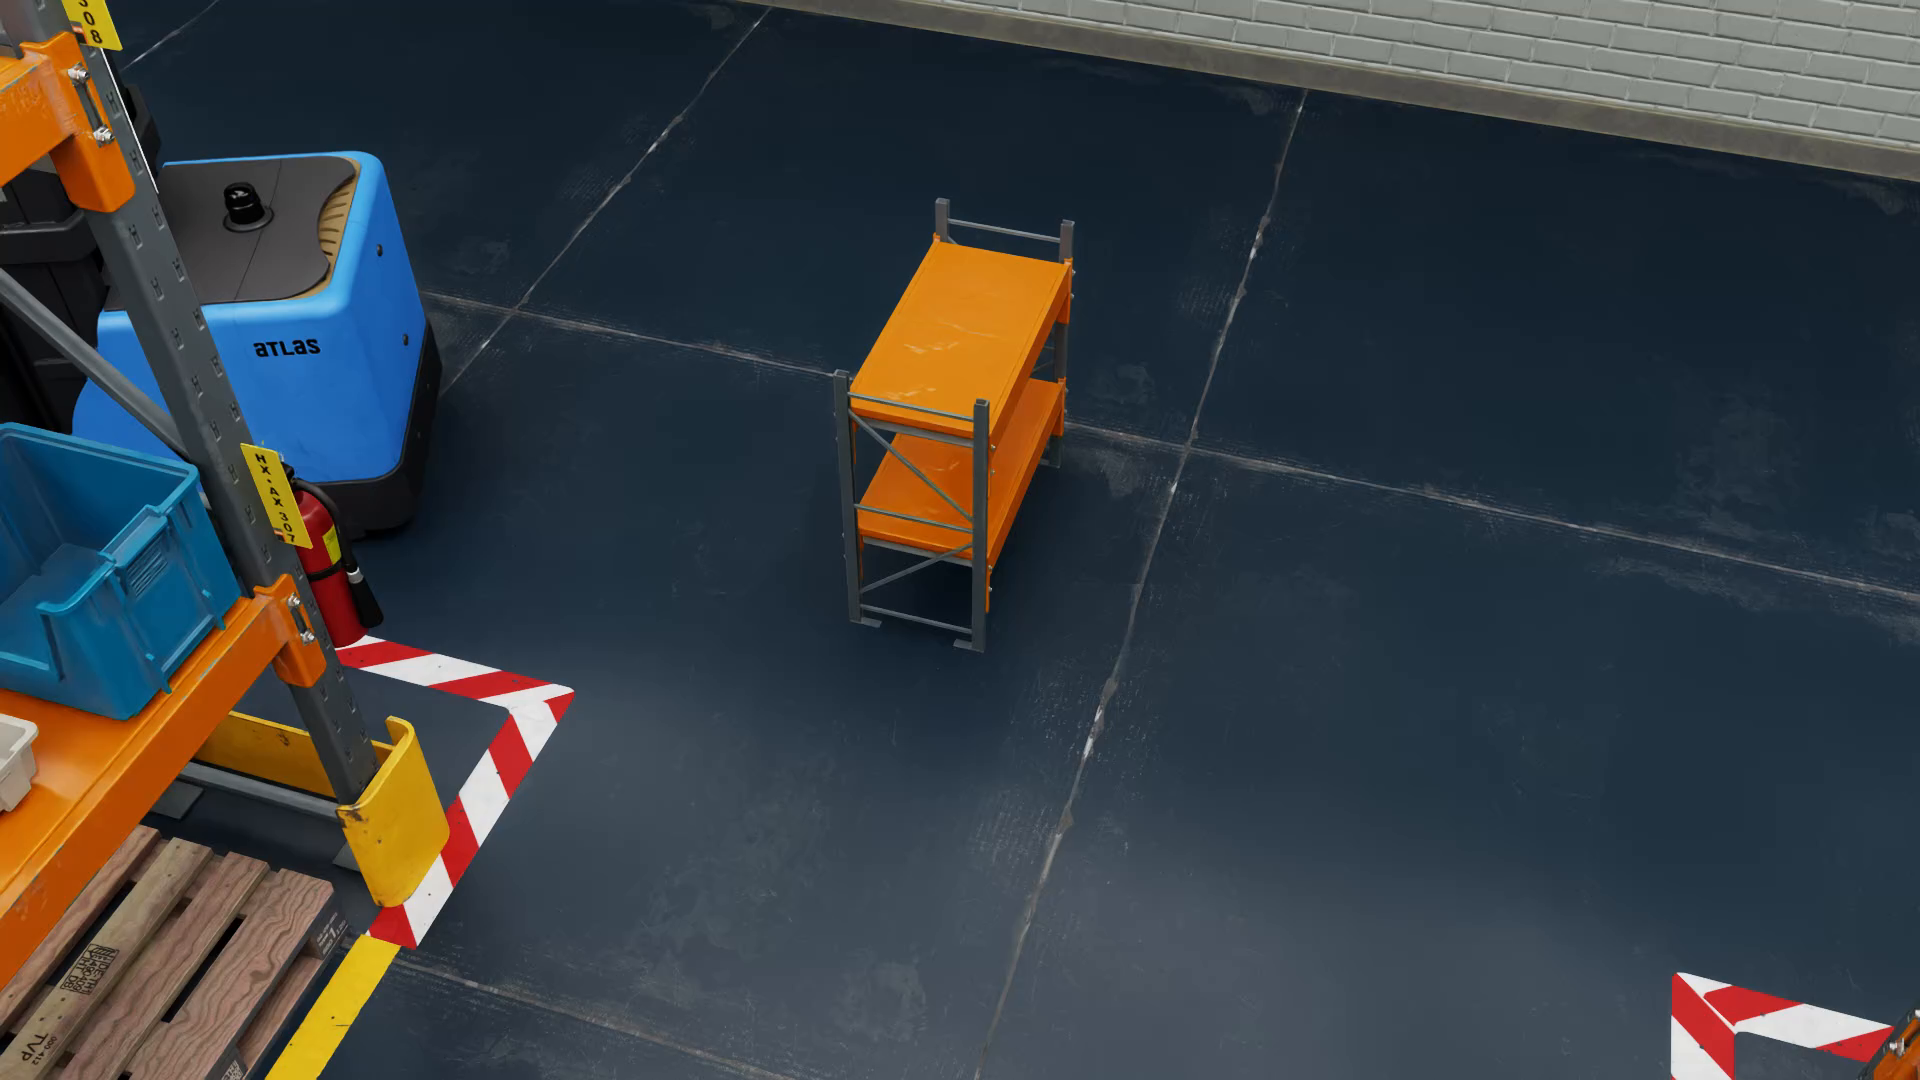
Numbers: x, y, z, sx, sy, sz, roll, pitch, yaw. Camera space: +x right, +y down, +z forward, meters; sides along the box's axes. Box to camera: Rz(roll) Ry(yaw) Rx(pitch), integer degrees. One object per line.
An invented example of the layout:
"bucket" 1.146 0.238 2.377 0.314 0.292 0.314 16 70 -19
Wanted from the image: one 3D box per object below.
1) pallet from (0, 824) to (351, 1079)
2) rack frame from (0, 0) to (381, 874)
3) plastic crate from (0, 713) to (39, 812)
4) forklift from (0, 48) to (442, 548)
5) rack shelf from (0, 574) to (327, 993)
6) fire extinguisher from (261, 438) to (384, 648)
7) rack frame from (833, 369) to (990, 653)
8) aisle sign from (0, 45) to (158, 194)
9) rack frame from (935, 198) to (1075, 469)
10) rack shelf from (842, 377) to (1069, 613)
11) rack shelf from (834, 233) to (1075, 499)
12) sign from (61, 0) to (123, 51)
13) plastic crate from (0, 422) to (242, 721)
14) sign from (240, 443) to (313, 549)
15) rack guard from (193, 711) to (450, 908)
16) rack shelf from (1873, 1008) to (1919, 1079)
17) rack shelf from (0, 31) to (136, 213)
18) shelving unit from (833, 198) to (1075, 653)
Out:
"pallet" -2.497 1.386 4.683 1.003 0.211 1.213 13 46 13
"rack frame" -2.211 -0.153 4.261 1.000 3.000 0.127 13 46 13
"plastic crate" -2.285 0.502 3.738 0.396 0.136 0.243 13 46 13
"forklift" -3.597 -1.292 5.475 3.031 2.935 1.130 -5 45 -5
"rack shelf" -2.816 1.438 3.151 1.077 0.370 4.000 13 46 13
"fire extinguisher" -1.732 0.004 4.423 0.296 0.674 0.183 13 46 13
"rack frame" -0.152 -0.068 5.515 0.500 1.125 0.032 13 46 13
"aisle sign" -1.910 -1.068 3.338 0.394 0.787 0.004 13 46 13
"rack frame" 0.156 -0.745 6.207 0.500 1.125 0.032 13 46 13
"rack shelf" 0.002 -0.232 6.032 0.538 0.278 1.000 13 46 13
"rack shelf" 0.002 -0.616 5.656 0.538 0.278 1.000 13 46 13
"sign" -1.682 -1.082 3.141 0.100 0.325 0.005 13 46 13
"plastic crate" -2.134 0.076 3.959 0.616 0.435 0.499 13 46 13
"sign" -1.682 -0.105 4.096 0.100 0.325 0.005 13 46 13
"rack guard" -2.216 0.722 5.155 1.175 0.500 0.348 13 46 13
"rack shelf" 1.904 2.487 2.078 1.077 0.370 4.000 13 46 13
"rack shelf" -2.816 0.366 2.101 1.077 0.370 4.000 13 46 13
"shelving unit" 0.002 -0.407 5.861 0.538 1.125 1.048 13 46 13
